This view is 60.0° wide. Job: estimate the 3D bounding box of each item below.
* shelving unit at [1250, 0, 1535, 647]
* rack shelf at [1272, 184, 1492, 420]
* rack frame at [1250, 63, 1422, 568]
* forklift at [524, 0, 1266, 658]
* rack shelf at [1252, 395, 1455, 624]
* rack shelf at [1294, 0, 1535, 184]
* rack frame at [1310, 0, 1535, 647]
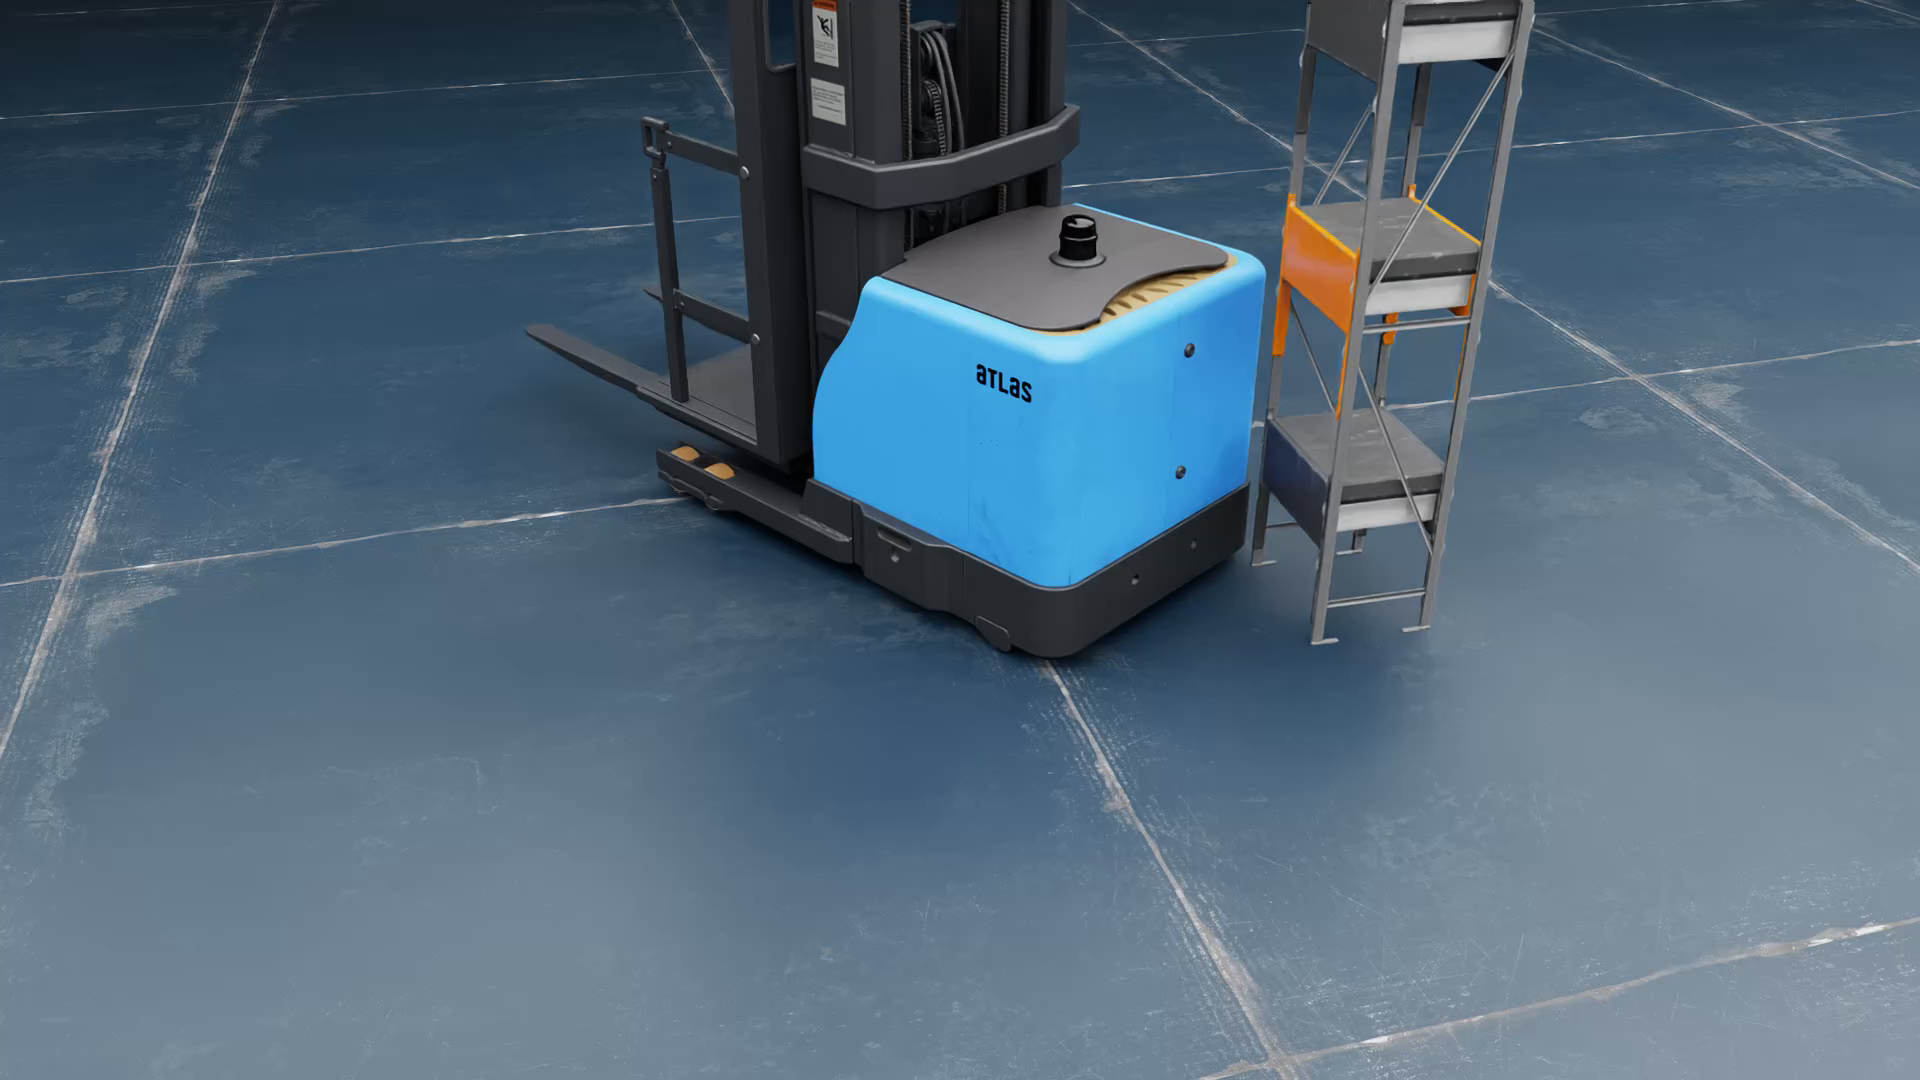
[{"bbox_3d":[1.230,-0.722,4.901,0.431,2.100,0.503,-7,31,-12],"label":"shelving unit"},{"bbox_3d":[1.230,-0.710,4.908,0.431,0.518,0.480,-7,31,-12],"label":"rack shelf"},{"bbox_3d":[1.173,-0.841,5.107,0.400,2.100,0.015,-7,31,-12],"label":"rack frame"},{"bbox_3d":[-0.457,-1.542,5.488,3.031,2.935,1.130,25,39,36],"label":"forklift"},{"bbox_3d":[1.230,-0.104,5.259,0.431,0.518,0.480,-7,31,-12],"label":"rack shelf"},{"bbox_3d":[1.230,-1.316,4.557,0.431,0.518,0.480,-7,31,-12],"label":"rack shelf"},{"bbox_3d":[1.287,-0.603,4.696,0.400,2.100,0.015,-7,31,-12],"label":"rack frame"}]
